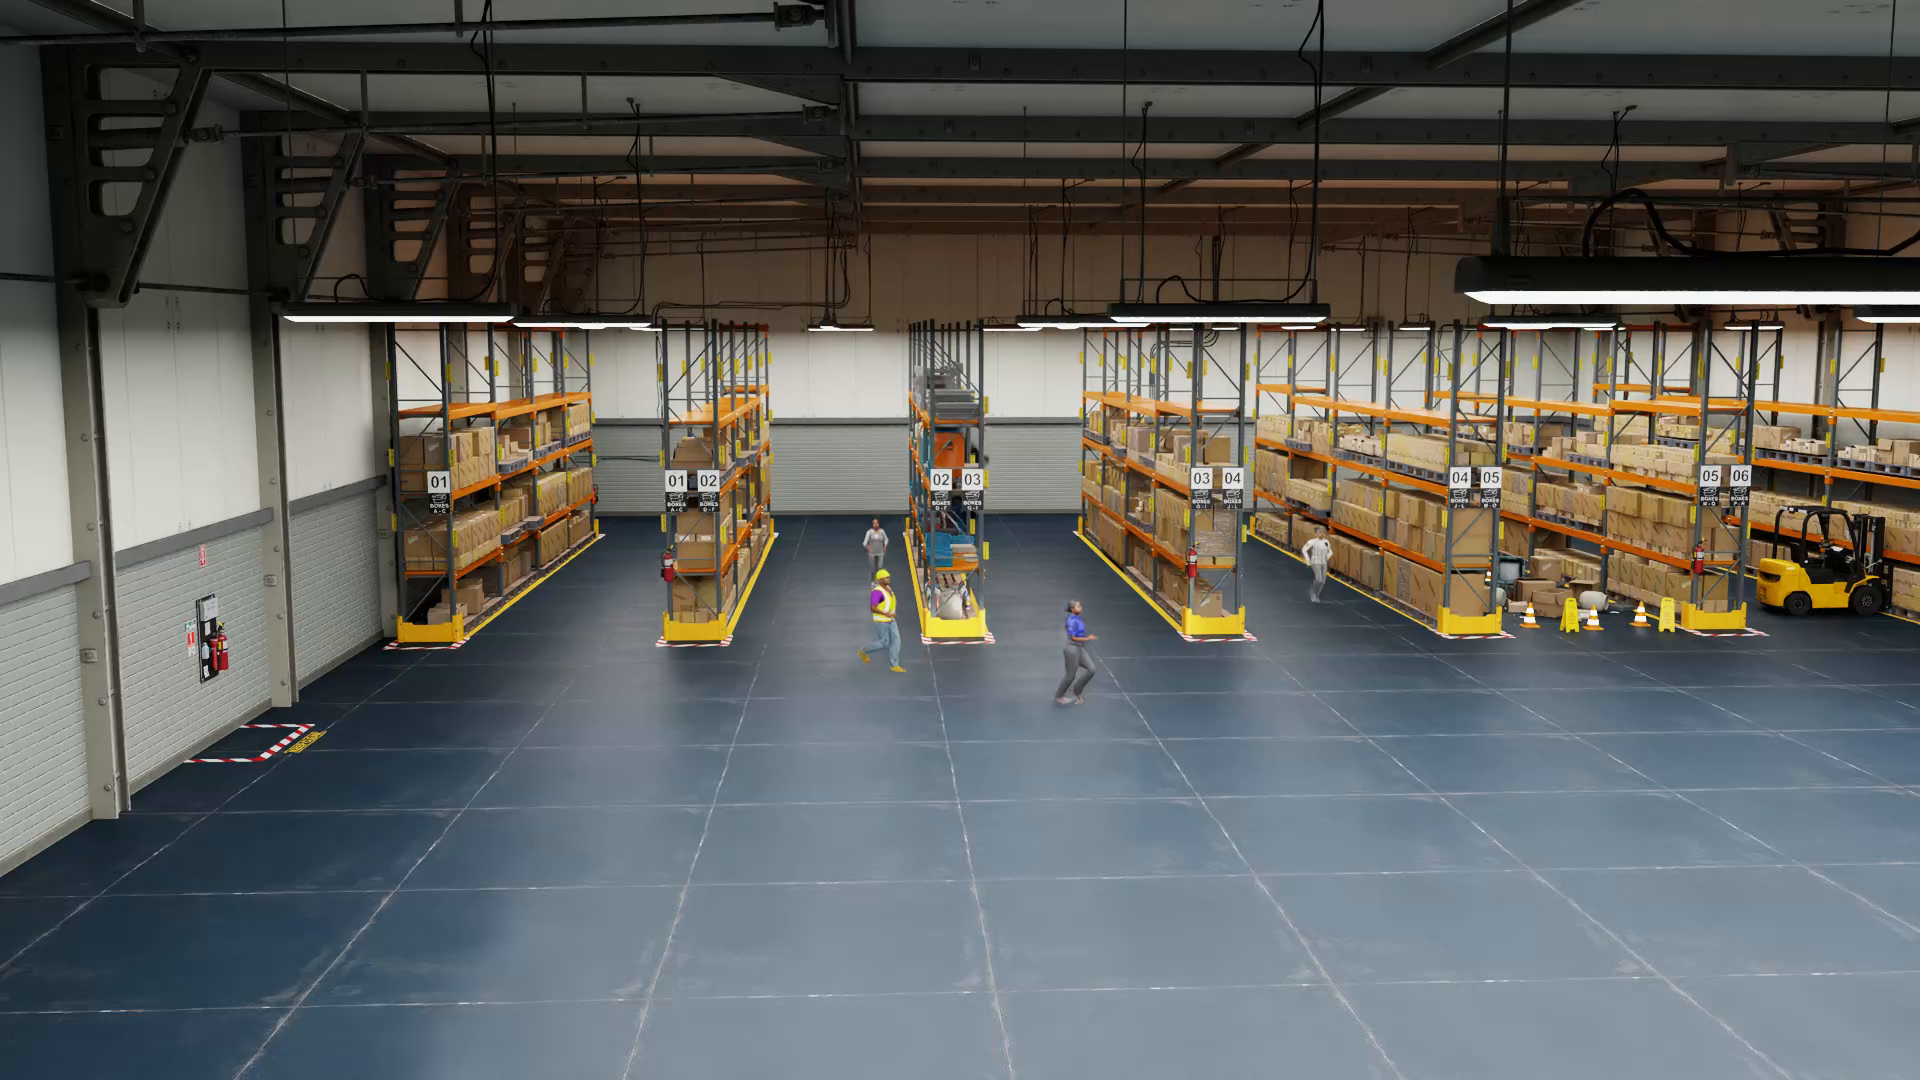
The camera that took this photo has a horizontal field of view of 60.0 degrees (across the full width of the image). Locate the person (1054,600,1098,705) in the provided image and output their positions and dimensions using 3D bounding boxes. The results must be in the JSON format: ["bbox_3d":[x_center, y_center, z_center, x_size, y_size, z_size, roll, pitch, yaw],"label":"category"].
[{"bbox_3d":[1.802,1.844,25.706,0.688,1.459,0.544,3,8,22],"label":"person"}]

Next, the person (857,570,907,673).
[{"bbox_3d":[-1.311,1.377,28.305,0.891,1.762,0.707,3,8,23],"label":"person"}]

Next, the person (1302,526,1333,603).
[{"bbox_3d":[7.647,0.522,35.356,0.593,1.660,0.624,-2,7,-13],"label":"person"}]

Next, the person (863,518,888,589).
[{"bbox_3d":[-1.759,0.337,35.001,0.537,1.595,0.641,-1,7,-8],"label":"person"}]
